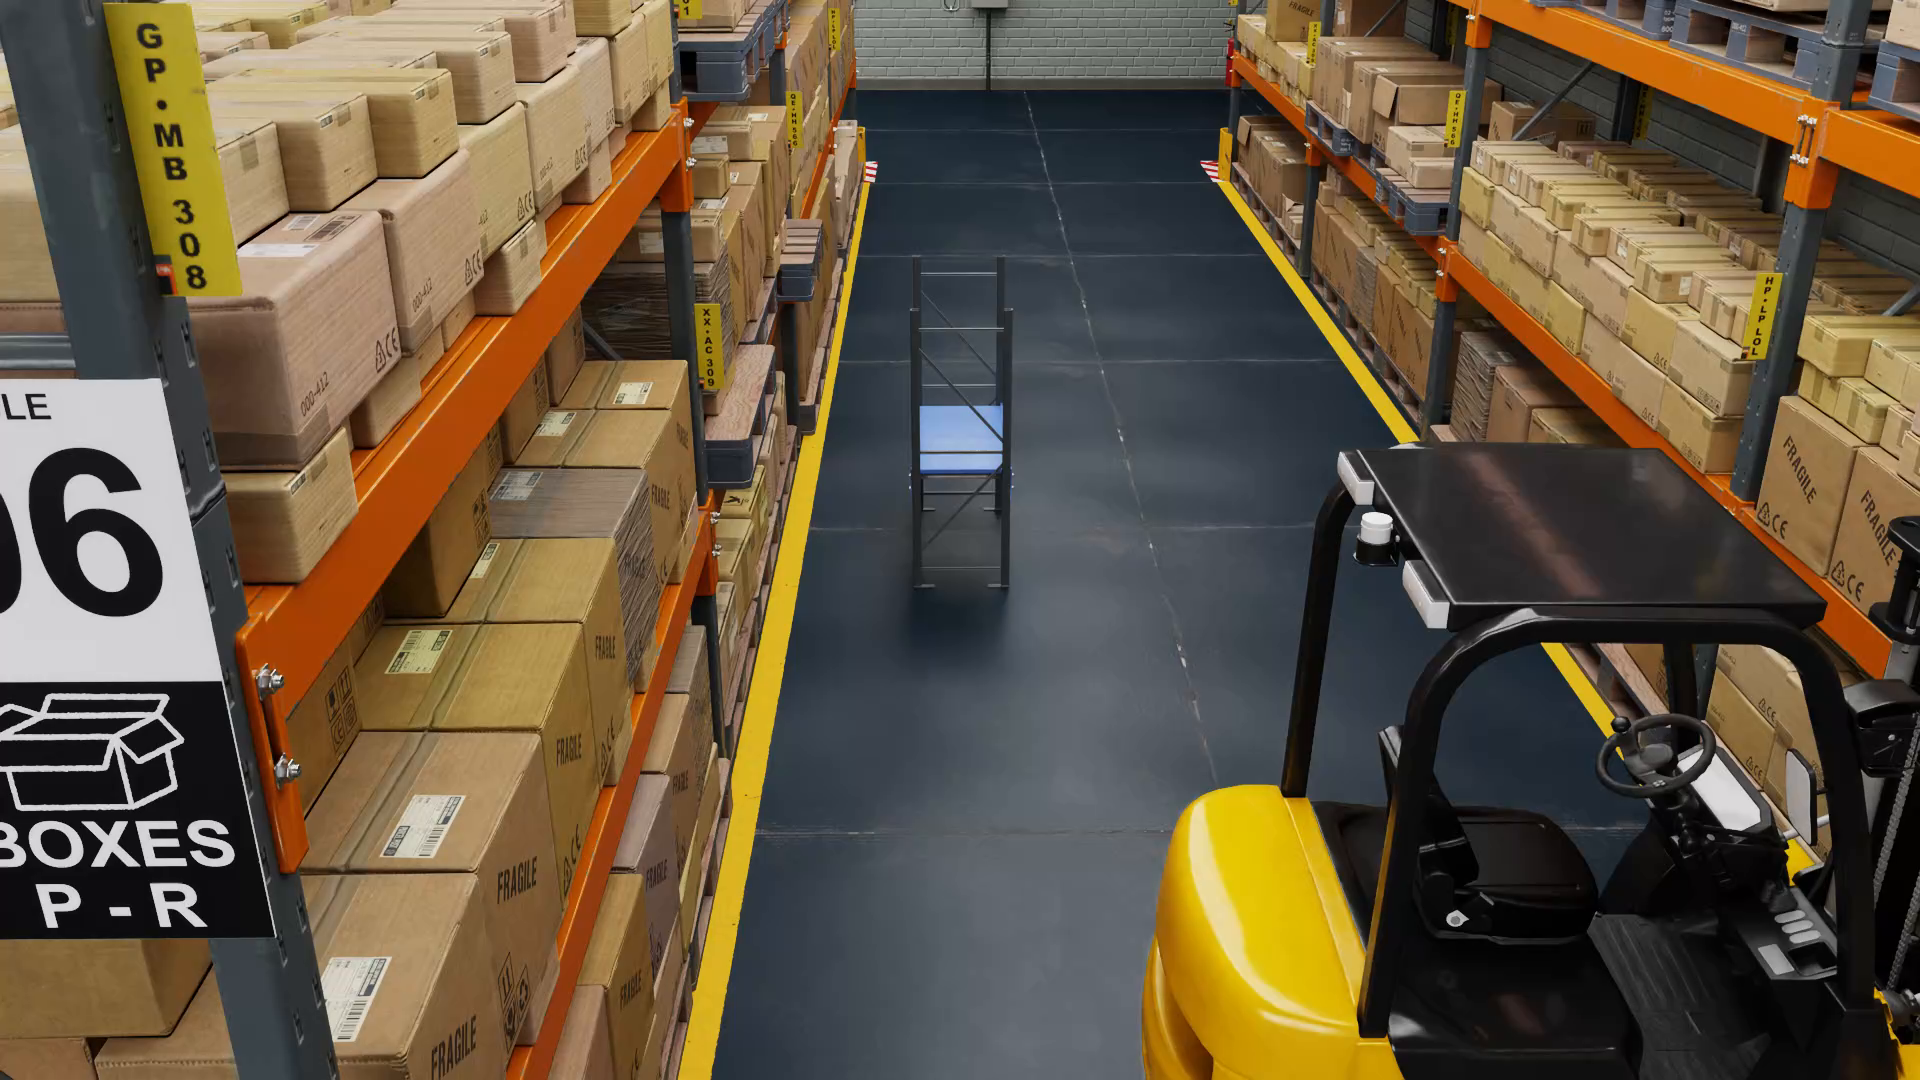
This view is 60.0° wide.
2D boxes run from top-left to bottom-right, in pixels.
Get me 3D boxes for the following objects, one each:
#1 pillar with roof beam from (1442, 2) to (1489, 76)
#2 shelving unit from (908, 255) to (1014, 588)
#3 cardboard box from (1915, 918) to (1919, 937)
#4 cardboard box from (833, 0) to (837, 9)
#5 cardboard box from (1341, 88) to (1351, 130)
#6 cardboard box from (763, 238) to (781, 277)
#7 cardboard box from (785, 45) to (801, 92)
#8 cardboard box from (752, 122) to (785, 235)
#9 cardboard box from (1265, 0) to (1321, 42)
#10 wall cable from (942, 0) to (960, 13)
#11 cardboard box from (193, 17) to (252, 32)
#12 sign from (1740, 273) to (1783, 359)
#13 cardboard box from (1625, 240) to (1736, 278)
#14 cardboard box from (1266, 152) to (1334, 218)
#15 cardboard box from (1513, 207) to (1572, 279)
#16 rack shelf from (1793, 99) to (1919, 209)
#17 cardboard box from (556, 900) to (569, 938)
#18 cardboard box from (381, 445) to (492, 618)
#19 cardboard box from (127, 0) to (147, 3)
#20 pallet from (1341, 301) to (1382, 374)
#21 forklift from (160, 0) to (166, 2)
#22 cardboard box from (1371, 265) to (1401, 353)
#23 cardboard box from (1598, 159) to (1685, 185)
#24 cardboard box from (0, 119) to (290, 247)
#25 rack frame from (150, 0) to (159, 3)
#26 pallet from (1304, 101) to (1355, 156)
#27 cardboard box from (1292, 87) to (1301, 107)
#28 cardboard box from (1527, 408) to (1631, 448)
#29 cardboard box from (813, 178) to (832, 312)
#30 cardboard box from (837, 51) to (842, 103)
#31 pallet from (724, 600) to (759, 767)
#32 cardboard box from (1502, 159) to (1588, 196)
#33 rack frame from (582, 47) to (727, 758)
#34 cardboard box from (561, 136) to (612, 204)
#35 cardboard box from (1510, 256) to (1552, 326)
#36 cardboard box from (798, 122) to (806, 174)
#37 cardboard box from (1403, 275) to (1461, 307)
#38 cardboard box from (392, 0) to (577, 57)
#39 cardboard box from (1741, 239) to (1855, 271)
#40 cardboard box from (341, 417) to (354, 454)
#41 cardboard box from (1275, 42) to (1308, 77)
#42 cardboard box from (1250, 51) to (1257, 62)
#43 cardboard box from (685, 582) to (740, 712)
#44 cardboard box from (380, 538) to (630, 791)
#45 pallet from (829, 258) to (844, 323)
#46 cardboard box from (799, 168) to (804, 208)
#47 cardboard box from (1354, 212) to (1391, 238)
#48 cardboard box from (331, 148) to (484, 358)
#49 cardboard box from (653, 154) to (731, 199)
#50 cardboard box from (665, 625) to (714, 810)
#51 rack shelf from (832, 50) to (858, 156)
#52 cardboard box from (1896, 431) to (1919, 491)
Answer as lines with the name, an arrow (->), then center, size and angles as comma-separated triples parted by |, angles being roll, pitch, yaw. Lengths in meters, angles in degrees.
pillar with roof beam -> -0.004, -6.638, 13.007 | 9.100, 9.000, 0.400 | 0, 24, -1
shelving unit -> 0.001, -0.648, 8.863 | 0.538, 1.500, 1.048 | 0, 24, -1
cardboard box -> 3.197, 1.321, 4.910 | 0.500, 0.250, 0.500 | 0, 24, -1
cardboard box -> -1.319, -4.516, 14.260 | 0.500, 0.500, 0.500 | -1, 24, -1
cardboard box -> 3.038, -3.189, 12.314 | 0.396, 0.266, 0.258 | 1, 24, 2
cardboard box -> -1.139, -1.473, 8.662 | 0.380, 0.149, 0.250 | 0, 24, 0
cardboard box -> -1.289, -2.871, 10.623 | 0.500, 0.500, 0.500 | 0, 24, 0
cardboard box -> -1.213, -1.934, 8.895 | 0.500, 0.500, 0.500 | -1, 24, -1
cardboard box -> 3.115, -4.884, 15.320 | 0.500, 0.500, 0.500 | 0, 24, 1
wall cable -> -0.267, -8.055, 22.187 | 0.588, 1.984, 0.122 | 0, 24, -1
cardboard box -> -1.775, -1.050, 3.628 | 0.380, 0.149, 0.250 | 0, 24, 1
sign -> 2.952, -0.822, 6.118 | 0.100, 0.325, 0.005 | 0, 24, -1
cardboard box -> 3.222, -1.241, 7.445 | 0.380, 0.149, 0.250 | -1, 24, -2
cardboard box -> 3.257, -3.301, 15.433 | 0.700, 0.500, 0.500 | -1, 24, -3
cardboard box -> 3.203, -1.538, 8.587 | 0.500, 0.250, 0.500 | -1, 24, -2
rack shelf -> 3.516, -0.551, 4.062 | 1.077, 0.370, 4.000 | 0, 24, -1
cardboard box -> -1.154, 0.884, 3.960 | 0.380, 0.149, 0.250 | 0, 24, 1
cardboard box -> -1.623, -0.135, 4.213 | 0.700, 0.500, 0.500 | 0, 24, -1
cardboard box -> -6.781, -4.374, 13.587 | 0.500, 0.500, 0.500 | -1, 24, -2
pallet -> 3.470, -1.524, 12.363 | 1.003, 0.211, 1.213 | 0, 24, -1
forklift -> -3.296, -1.006, 7.917 | 1.130, 2.935, 3.031 | 0, 24, 1
cardboard box -> 3.228, -1.632, 11.743 | 0.500, 0.500, 0.500 | 1, 24, 2
cardboard box -> 3.713, -1.978, 9.076 | 0.380, 0.149, 0.250 | 0, 24, -1
cardboard box -> -1.244, -0.531, 2.482 | 0.380, 0.149, 0.250 | 0, 24, -1
rack frame -> -6.505, -3.545, 13.449 | 1.000, 3.000, 0.127 | 0, 24, -1
pallet -> 3.306, -3.216, 12.953 | 1.003, 0.211, 1.213 | 0, 24, -1
cardboard box -> 3.099, -3.863, 14.456 | 0.380, 0.149, 0.250 | 0, 24, 1
cardboard box -> 3.466, -0.290, 8.624 | 0.875, 0.625, 0.625 | -1, 24, -3
cardboard box -> -1.452, -2.205, 12.554 | 0.875, 0.875, 0.875 | 0, 24, 1
cardboard box -> -1.301, -4.057, 14.458 | 0.500, 0.500, 0.500 | 0, 24, 0
pallet -> -1.479, 0.637, 7.585 | 1.003, 0.211, 1.213 | 0, 24, -1
cardboard box -> 3.192, -1.977, 9.074 | 0.380, 0.149, 0.250 | 0, 24, 1
rack frame -> -1.469, -0.313, 6.301 | 1.000, 3.000, 0.127 | 0, 24, -1
cardboard box -> -1.164, -1.012, 4.513 | 0.380, 0.149, 0.250 | 0, 24, 1
cardboard box -> 3.224, -1.313, 8.695 | 0.500, 0.250, 0.500 | -1, 24, -2
cardboard box -> -1.276, -2.543, 10.809 | 0.500, 0.250, 0.500 | 0, 24, 1
cardboard box -> 3.158, -1.647, 10.989 | 0.380, 0.149, 0.250 | -1, 24, -3
cardboard box -> -1.166, -1.264, 4.103 | 0.380, 0.149, 0.250 | 0, 24, 0
cardboard box -> 3.752, -1.245, 7.454 | 0.380, 0.149, 0.250 | 0, 24, -1
cardboard box -> -1.197, -0.163, 2.635 | 0.380, 0.149, 0.250 | -1, 24, -2
cardboard box -> 3.145, -4.321, 14.985 | 0.500, 0.250, 0.500 | 0, 24, -1
cardboard box -> 3.141, -4.926, 16.806 | 0.380, 0.149, 0.250 | 0, 24, 1
cardboard box -> -1.477, 0.477, 7.234 | 0.950, 0.372, 0.625 | 0, 24, 0
cardboard box -> -1.183, 0.325, 4.409 | 0.500, 0.500, 0.500 | -1, 24, -2
pallet -> -1.473, -2.021, 13.463 | 1.003, 0.211, 1.213 | 0, 24, -1
cardboard box -> -1.290, -2.307, 10.893 | 0.500, 0.250, 0.500 | -1, 24, -2
cardboard box -> 3.221, -2.397, 12.645 | 0.380, 0.149, 0.250 | 0, 24, -1
cardboard box -> -1.161, -0.514, 2.928 | 0.500, 0.250, 0.500 | -1, 24, -1
cardboard box -> -1.236, -1.623, 7.420 | 0.380, 0.149, 0.250 | 1, 24, 2
cardboard box -> -1.194, 0.650, 6.091 | 0.500, 0.500, 0.500 | -1, 24, -1
rack shelf -> -1.578, -4.106, 15.561 | 1.077, 0.370, 4.000 | 0, 24, -1
cardboard box -> 3.198, -0.229, 5.208 | 0.380, 0.149, 0.250 | 0, 24, 1
